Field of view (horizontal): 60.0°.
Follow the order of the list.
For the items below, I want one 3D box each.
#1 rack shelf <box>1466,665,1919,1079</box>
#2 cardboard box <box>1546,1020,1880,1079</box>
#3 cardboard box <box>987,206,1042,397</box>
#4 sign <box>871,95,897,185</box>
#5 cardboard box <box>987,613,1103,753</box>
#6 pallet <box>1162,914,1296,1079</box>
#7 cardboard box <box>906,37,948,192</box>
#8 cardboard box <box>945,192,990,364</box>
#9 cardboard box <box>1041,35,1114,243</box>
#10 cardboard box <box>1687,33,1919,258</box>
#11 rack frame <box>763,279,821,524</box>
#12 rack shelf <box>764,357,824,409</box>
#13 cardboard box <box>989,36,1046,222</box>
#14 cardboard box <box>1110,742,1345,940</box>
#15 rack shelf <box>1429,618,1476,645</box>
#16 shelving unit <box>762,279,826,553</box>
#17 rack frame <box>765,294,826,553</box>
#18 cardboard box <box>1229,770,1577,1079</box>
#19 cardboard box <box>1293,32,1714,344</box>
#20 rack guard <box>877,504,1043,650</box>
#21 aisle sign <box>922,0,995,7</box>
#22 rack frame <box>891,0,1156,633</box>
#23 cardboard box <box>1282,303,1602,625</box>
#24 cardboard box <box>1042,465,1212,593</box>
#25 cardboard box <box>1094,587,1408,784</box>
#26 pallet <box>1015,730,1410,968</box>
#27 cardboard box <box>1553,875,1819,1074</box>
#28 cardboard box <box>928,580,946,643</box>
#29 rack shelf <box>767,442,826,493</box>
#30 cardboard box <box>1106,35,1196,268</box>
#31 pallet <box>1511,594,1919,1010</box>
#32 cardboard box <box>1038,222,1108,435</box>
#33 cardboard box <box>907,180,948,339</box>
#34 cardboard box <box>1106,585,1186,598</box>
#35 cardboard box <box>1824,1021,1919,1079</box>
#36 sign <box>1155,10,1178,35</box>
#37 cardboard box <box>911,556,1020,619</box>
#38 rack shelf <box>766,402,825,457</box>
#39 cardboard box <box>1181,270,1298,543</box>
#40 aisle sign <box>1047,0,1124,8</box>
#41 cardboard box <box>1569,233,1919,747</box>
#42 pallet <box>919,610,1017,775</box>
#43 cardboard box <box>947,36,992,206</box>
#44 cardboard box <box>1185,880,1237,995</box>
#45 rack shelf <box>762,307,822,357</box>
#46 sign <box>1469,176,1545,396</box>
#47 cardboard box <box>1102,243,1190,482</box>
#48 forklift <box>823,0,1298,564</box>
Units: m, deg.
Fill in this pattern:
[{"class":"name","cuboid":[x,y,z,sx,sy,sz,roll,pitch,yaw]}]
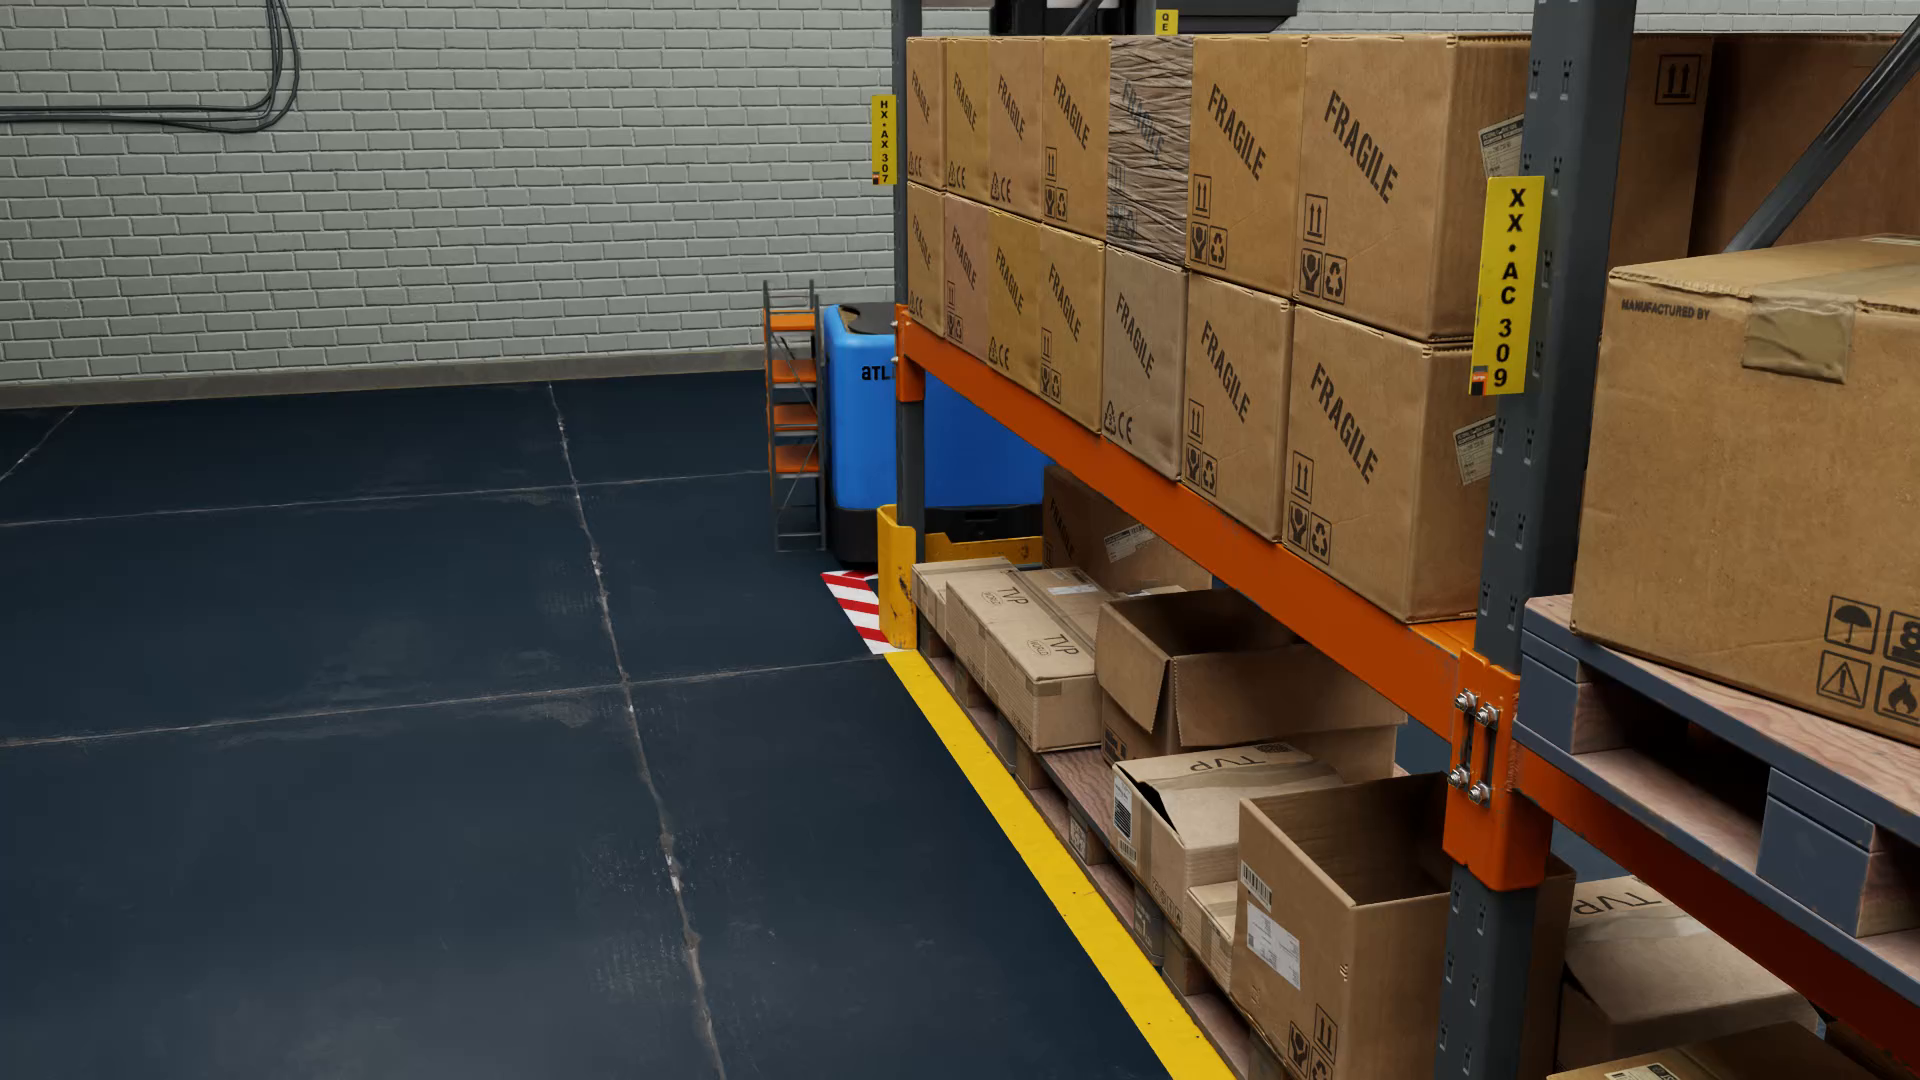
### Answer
[{"class":"rack shelf","cuboid":[1.892,0.888,1.031,1.077,0.370,4.000,-5,17,-15]},{"class":"cardboard box","cuboid":[1.241,1.130,2.556,0.500,0.500,0.500,-6,18,-18]},{"class":"cardboard box","cuboid":[0.393,-0.739,5.024,0.500,0.500,0.500,-5,17,-15]},{"class":"sign","cuboid":[-0.279,-1.488,6.185,0.100,0.325,0.005,-5,17,-15]},{"class":"cardboard box","cuboid":[0.395,0.440,5.289,0.500,0.250,0.500,-5,17,-15]},{"class":"pallet","cuboid":[1.154,1.136,3.803,1.003,0.211,1.213,-5,17,-15]},{"class":"cardboard box","cuboid":[0.111,-1.499,5.817,0.500,0.500,0.500,-4,17,-14]},{"class":"cardboard box","cuboid":[0.258,-0.878,5.487,0.500,0.500,0.500,-5,17,-16]},{"class":"cardboard box","cuboid":[0.536,-1.076,4.408,0.500,0.500,0.500,-5,17,-16]},{"class":"cardboard box","cuboid":[1.483,-0.689,3.119,0.500,0.500,0.500,-4,17,-14]},{"class":"rack frame","cuboid":[-0.813,-0.661,8.064,0.240,1.200,0.015,-2,17,-7]},{"class":"rack shelf","cuboid":[-0.781,-0.741,7.787,0.258,0.148,0.480,-2,17,-7]},{"class":"cardboard box","cuboid":[0.395,-1.216,4.875,0.500,0.500,0.500,-4,17,-14]},{"class":"cardboard box","cuboid":[0.707,0.725,4.234,0.500,0.311,0.500,-5,17,-15]},{"class":"rack shelf","cuboid":[0.793,-0.312,4.687,0.919,0.124,3.809,-5,17,-15]},{"class":"shelving unit","cuboid":[-0.781,-0.591,7.832,0.258,1.200,0.503,-2,17,-7]},{"class":"rack frame","cuboid":[-0.749,-0.521,7.600,0.240,1.200,0.015,-2,17,-7]},{"class":"cardboard box","cuboid":[0.913,0.842,3.516,0.500,0.500,0.500,-5,17,-15]},{"class":"cardboard box","cuboid":[0.954,-0.656,3.009,0.500,0.500,0.500,-5,17,-15]},{"class":"rack guard","cuboid":[0.264,0.102,6.743,1.175,0.500,0.348,-5,17,-15]},{"class":"aisle sign","cuboid":[-0.058,-2.357,6.064,0.394,0.787,0.004,-5,17,-15]},{"class":"rack frame","cuboid":[0.243,-1.116,6.453,1.000,3.000,0.127,-5,17,-15]},{"class":"cardboard box","cuboid":[0.958,-0.175,3.148,0.500,0.500,0.500,-4,17,-14]},{"class":"cardboard box","cuboid":[0.629,0.001,6.313,0.500,0.500,0.500,-5,17,-15]},{"class":"cardboard box","cuboid":[0.821,0.456,4.794,0.797,0.503,0.637,-5,17,-15]},{"class":"pallet","cuboid":[0.816,0.798,4.929,1.003,0.211,1.213,-5,17,-15]},{"class":"cardboard box","cuboid":[1.435,0.934,3.536,0.500,0.311,0.500,-5,17,-15]},{"class":"cardboard box","cuboid":[0.096,0.243,6.091,0.380,0.166,0.250,-5,17,-15]},{"class":"rack shelf","cuboid":[-0.780,-0.336,7.909,0.258,0.148,0.480,-2,17,-7]},{"class":"cardboard box","cuboid":[0.673,-0.937,3.944,0.500,0.500,0.500,-5,17,-15]},{"class":"pallet","cuboid":[1.457,0.312,2.033,1.003,0.211,1.213,-5,17,-15]},{"class":"cardboard box","cuboid":[0.529,-0.600,4.563,0.500,0.500,0.500,-4,17,-15]},{"class":"cardboard box","cuboid":[0.111,-1.020,5.960,0.500,0.500,0.500,-4,17,-14]},{"class":"cardboard box","cuboid":[0.654,0.280,5.965,0.380,0.166,0.250,-5,17,-15]},{"class":"cardboard box","cuboid":[1.753,1.091,2.687,0.500,0.500,0.500,-5,17,-16]},{"class":"sign","cuboid":[0.782,-1.860,6.368,0.100,0.325,0.005,-5,17,-15]},{"class":"cardboard box","cuboid":[0.028,0.182,6.324,0.380,0.149,0.250,-5,17,-15]},{"class":"rack shelf","cuboid":[-0.780,-0.527,7.851,0.258,0.148,0.480,-2,17,-7]},{"class":"cardboard box","cuboid":[0.815,-0.318,3.622,0.500,0.500,0.500,-4,17,-14]},{"class":"aisle sign","cuboid":[0.519,-2.404,6.222,0.394,0.787,0.004,-5,17,-15]},{"class":"cardboard box","cuboid":[1.257,-0.110,2.200,0.700,0.500,0.500,-12,20,-34]},{"class":"pallet","cuboid":[0.484,0.461,6.050,1.003,0.211,1.213,-5,17,-15]},{"class":"cardboard box","cuboid":[0.262,-1.355,5.337,0.500,0.500,0.500,-5,17,-15]},{"class":"cardboard box","cuboid":[0.752,0.911,3.896,0.380,0.149,0.250,-5,17,-15]},{"class":"rack shelf","cuboid":[-0.782,-0.967,7.719,0.258,0.148,0.480,-2,17,-7]},{"class":"sign","cuboid":[0.823,-0.379,2.495,0.100,0.325,0.005,-5,17,-15]},{"class":"cardboard box","cuboid":[0.672,-0.460,4.095,0.500,0.500,0.500,-4,17,-14]},{"class":"forklift","cuboid":[0.889,-1.437,7.643,3.031,2.935,1.130,-2,17,-7]}]
